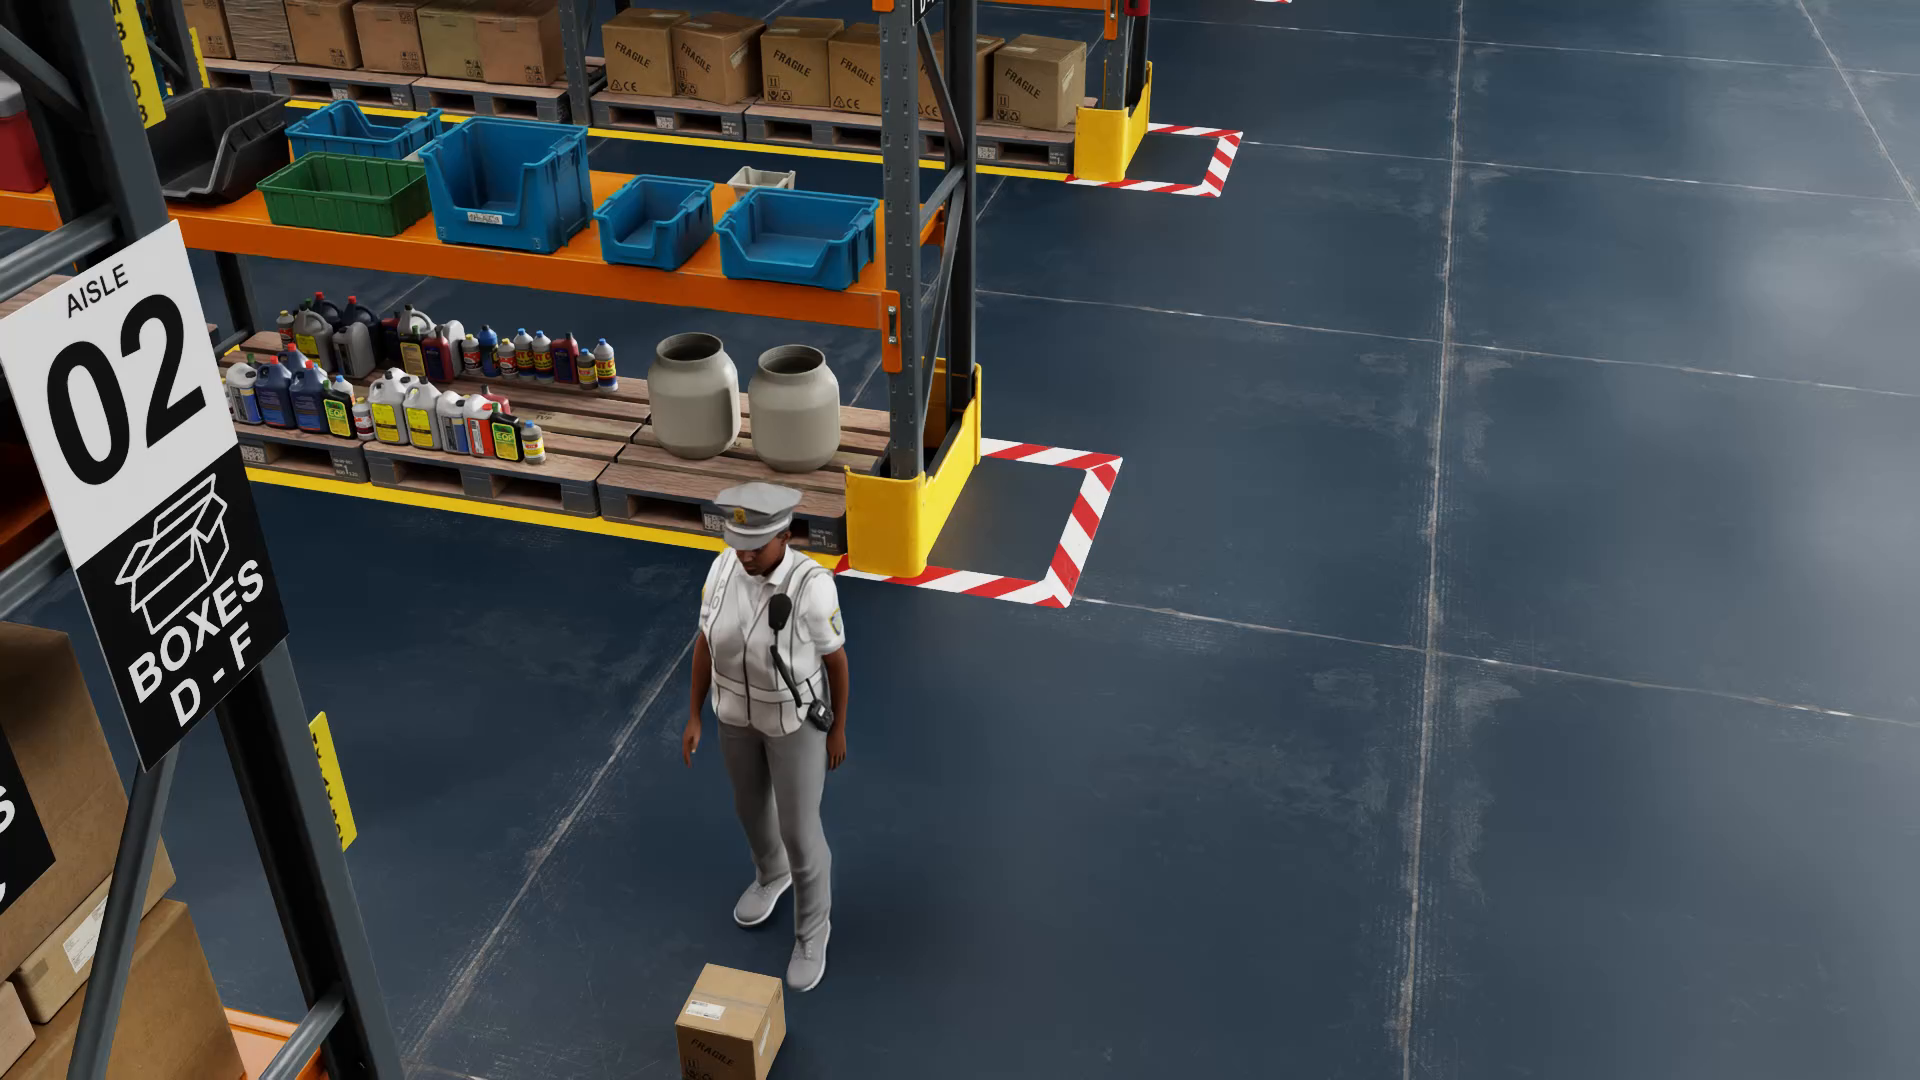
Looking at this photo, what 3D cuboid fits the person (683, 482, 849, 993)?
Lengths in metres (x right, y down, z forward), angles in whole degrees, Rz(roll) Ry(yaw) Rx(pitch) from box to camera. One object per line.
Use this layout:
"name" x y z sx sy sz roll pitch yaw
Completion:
"person" -0.619 0.608 5.192 0.493 1.705 0.479 13 35 20
